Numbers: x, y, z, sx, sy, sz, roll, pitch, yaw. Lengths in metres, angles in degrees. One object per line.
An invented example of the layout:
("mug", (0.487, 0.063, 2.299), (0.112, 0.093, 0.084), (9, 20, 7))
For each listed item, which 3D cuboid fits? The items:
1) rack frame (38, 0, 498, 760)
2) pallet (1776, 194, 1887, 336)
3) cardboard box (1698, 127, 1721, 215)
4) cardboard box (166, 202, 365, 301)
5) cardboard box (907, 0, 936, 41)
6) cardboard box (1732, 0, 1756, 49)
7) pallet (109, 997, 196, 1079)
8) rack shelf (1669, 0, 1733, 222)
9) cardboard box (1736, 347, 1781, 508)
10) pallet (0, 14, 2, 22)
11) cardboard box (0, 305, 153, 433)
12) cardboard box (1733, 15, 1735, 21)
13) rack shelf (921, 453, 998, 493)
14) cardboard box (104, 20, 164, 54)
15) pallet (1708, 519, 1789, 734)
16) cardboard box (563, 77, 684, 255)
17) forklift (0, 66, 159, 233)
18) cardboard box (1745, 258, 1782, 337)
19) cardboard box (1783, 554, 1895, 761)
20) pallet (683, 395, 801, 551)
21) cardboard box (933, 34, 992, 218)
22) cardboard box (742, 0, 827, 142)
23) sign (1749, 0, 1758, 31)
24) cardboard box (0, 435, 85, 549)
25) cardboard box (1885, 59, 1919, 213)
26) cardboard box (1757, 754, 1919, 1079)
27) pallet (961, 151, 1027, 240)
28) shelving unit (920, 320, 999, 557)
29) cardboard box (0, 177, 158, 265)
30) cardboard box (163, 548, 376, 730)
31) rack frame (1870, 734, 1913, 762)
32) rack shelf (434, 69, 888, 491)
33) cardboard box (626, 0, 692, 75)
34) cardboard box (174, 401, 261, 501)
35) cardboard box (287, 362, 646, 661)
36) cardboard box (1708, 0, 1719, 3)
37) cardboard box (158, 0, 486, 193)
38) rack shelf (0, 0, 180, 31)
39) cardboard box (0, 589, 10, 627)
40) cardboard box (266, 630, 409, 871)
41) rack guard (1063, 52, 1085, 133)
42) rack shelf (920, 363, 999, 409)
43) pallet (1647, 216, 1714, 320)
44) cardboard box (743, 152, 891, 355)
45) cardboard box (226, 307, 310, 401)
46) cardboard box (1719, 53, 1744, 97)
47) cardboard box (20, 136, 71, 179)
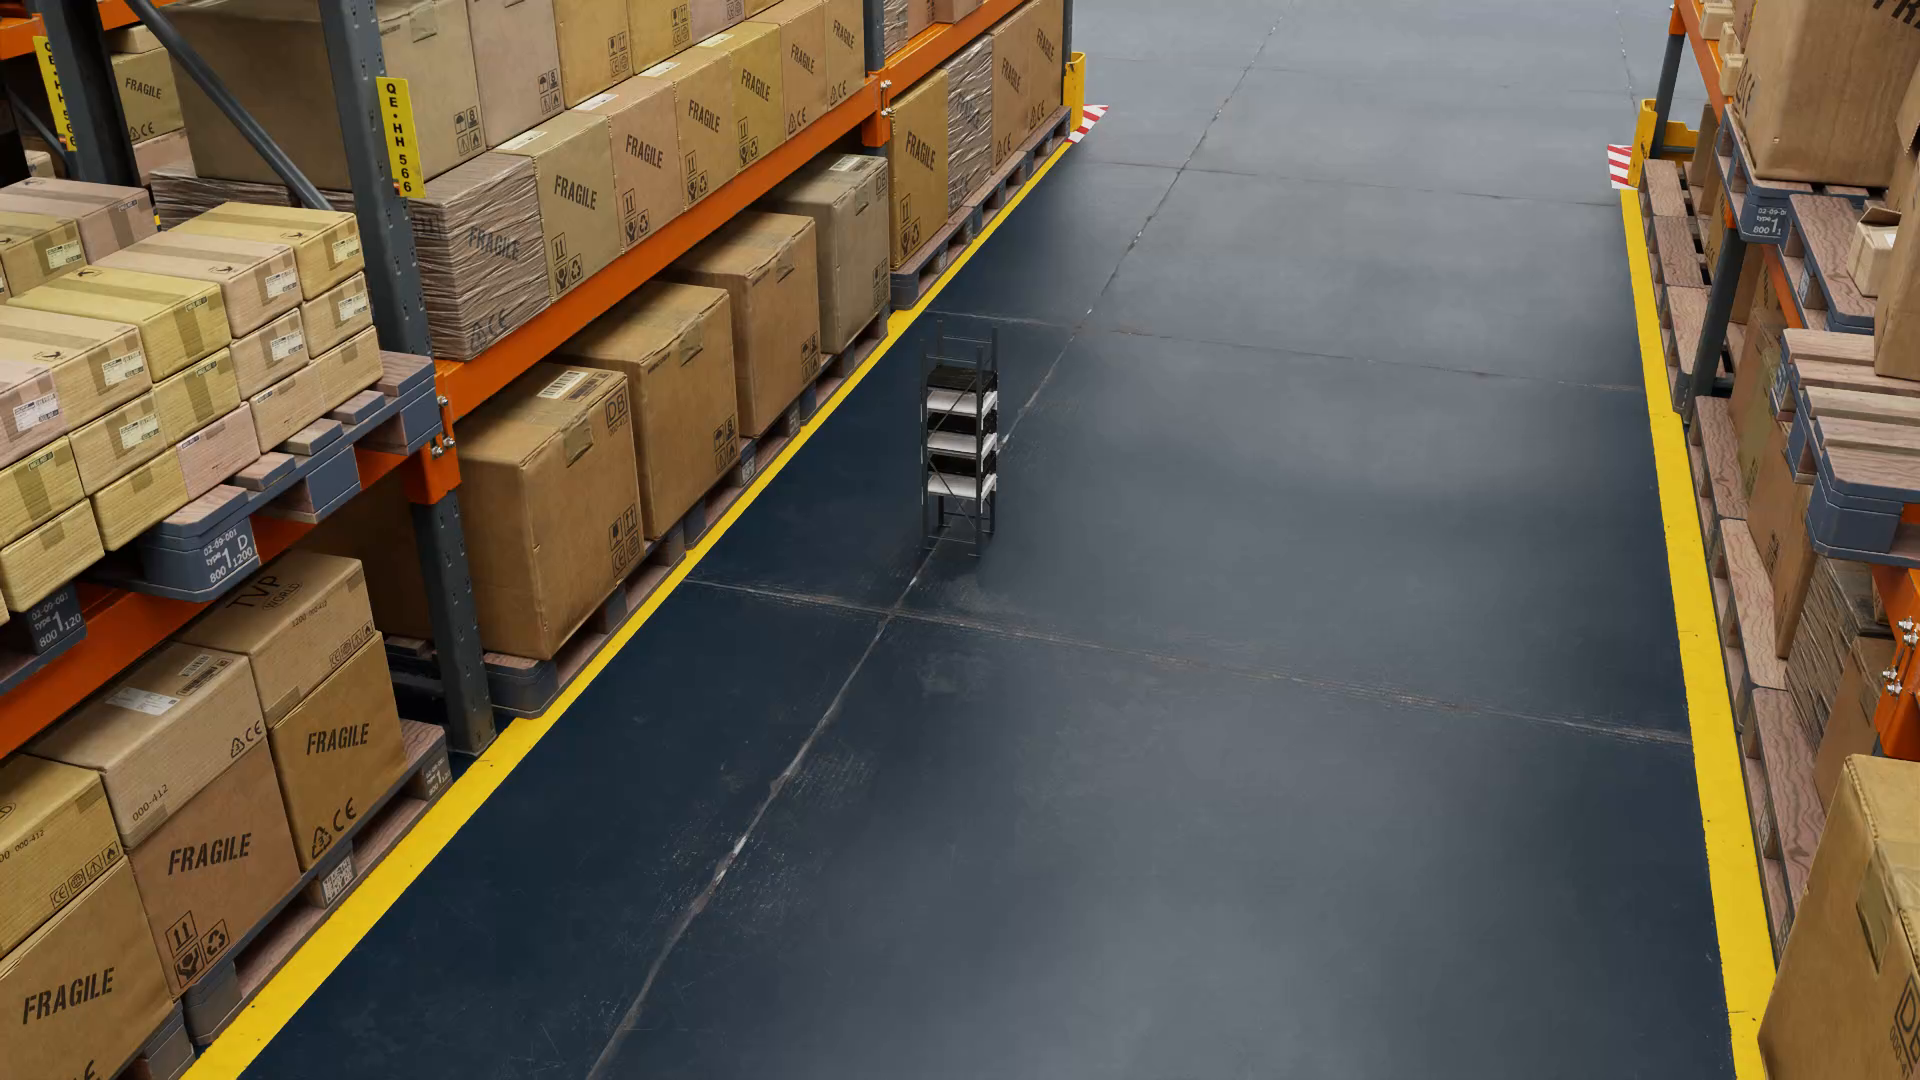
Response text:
("rack frame", (-2.041, -0.691, 4.906), (1.000, 3.000, 0.127), (8, 30, 15))
("pallet", (3.213, -0.778, 5.261), (1.003, 0.211, 1.213), (8, 30, 15))
("cardboard box", (4.677, -2.175, 9.713), (0.500, 0.500, 0.500), (17, 33, 28))
("cardboard box", (-1.747, -0.731, 4.194), (0.380, 0.149, 0.250), (7, 30, 13))
("cardboard box", (-0.630, -3.047, 8.988), (0.875, 0.550, 0.550), (8, 30, 15))
("cardboard box", (4.267, -2.643, 8.007), (0.875, 0.500, 0.500), (8, 30, 15))
("pallet", (-2.632, 1.456, 3.916), (1.003, 0.211, 1.213), (8, 30, 15))
("rack shelf", (4.432, -2.410, 8.737), (1.077, 0.370, 4.000), (8, 30, 15))
("cardboard box", (3.486, -0.394, 6.491), (0.700, 0.500, 0.500), (8, 30, 15))
("pallet", (-5.992, -2.791, 8.879), (1.003, 0.211, 1.213), (8, 30, 15))
("cardboard box", (-1.974, -0.369, 3.542), (0.380, 0.149, 0.250), (9, 30, 16))
("cardboard box", (4.228, -2.627, 8.646), (0.380, 0.149, 0.250), (8, 30, 15))
("rack shelf", (-0.002, -0.282, 6.584), (0.258, 0.077, 0.200), (8, 30, 15))
("cardboard box", (-5.103, -3.087, 10.172), (0.380, 0.149, 0.250), (9, 30, 16))
("pallet", (3.262, 0.354, 5.896), (1.003, 0.211, 1.213), (8, 30, 15))
("cardboard box", (-1.356, -1.376, 6.035), (0.500, 0.500, 0.500), (8, 30, 15))
("forklift", (-3.415, -1.110, 5.731), (1.130, 2.935, 3.031), (9, 30, 15))
("cardboard box", (4.001, -1.066, 7.721), (0.500, 0.500, 0.500), (8, 30, 13))
("cardboard box", (2.999, 0.390, 5.082), (0.700, 0.500, 0.500), (6, 30, 11))
("pallet", (-1.378, -0.393, 7.239), (1.003, 0.211, 1.213), (8, 30, 15))
("cardboard box", (-0.354, -2.507, 9.924), (0.875, 0.875, 0.875), (9, 30, 15))
("cardboard box", (-0.913, -2.078, 7.297), (0.500, 0.500, 0.500), (8, 30, 14))
("sign", (3.324, -2.247, 6.814), (0.100, 0.325, 0.005), (8, 30, 15))
("cardboard box", (-2.051, -0.122, 3.403), (0.380, 0.149, 0.250), (8, 30, 15))
("cardboard box", (3.424, -1.205, 5.292), (0.797, 0.503, 0.637), (12, 31, 20))
("cardboard box", (2.448, 1.127, 3.393), (1.225, 0.875, 0.875), (7, 30, 13))
("pallet", (-0.213, -2.242, 10.564), (1.003, 0.211, 1.213), (8, 30, 15))
("shelving unit", (-0.002, -0.389, 6.524), (0.258, 0.900, 0.210), (8, 30, 15))
("cardboard box", (-2.363, -0.835, 4.381), (0.380, 0.149, 0.250), (9, 30, 15))
("cardboard box", (-1.991, 0.245, 4.591), (0.500, 0.250, 0.500), (8, 30, 14))
("rack frame", (2.671, 0.064, 3.550), (1.000, 3.000, 0.127), (8, 30, 15))
("rack shelf", (-1.454, -1.306, 6.752), (1.077, 0.370, 4.000), (8, 30, 15))
("cardboard box", (-1.454, -2.090, 6.291), (0.700, 0.500, 0.500), (8, 30, 14))
("cardboard box", (-1.896, -0.235, 3.913), (0.380, 0.149, 0.250), (9, 30, 16))
("cardboard box", (-1.776, -0.161, 5.837), (1.050, 0.750, 0.750), (8, 30, 14))
("cardboard box", (4.394, -2.984, 9.287), (0.380, 0.149, 0.250), (8, 30, 15))
("cardboard box", (-1.900, -1.379, 5.012), (0.700, 0.500, 0.500), (8, 30, 15))
("rack shelf", (-5.042, -3.824, 11.279), (1.077, 0.370, 4.000), (8, 30, 15))
("cardboard box", (-2.128, 0.126, 3.265), (0.380, 0.149, 0.250), (9, 30, 16))
("cardboard box", (-1.984, 0.561, 4.795), (0.500, 0.500, 0.500), (8, 30, 15))
("rack guard", (0.314, -3.327, 12.217), (1.175, 0.500, 0.348), (8, 30, 15))
("rack shelf", (-0.002, -0.596, 6.409), (0.258, 0.077, 0.200), (8, 30, 15))
("pallet", (4.365, -1.462, 9.162), (1.003, 0.211, 1.213), (8, 30, 15))
("cardboard box", (-0.963, -1.449, 8.151), (1.050, 0.750, 0.750), (8, 30, 15))
("cardboard box", (-1.827, -0.476, 4.040), (0.380, 0.149, 0.250), (10, 31, 17))
("cardboard box", (3.807, -2.182, 7.845), (0.380, 0.149, 0.250), (8, 30, 15))
("cardboard box", (-5.712, -2.504, 10.562), (0.500, 0.250, 0.500), (10, 31, 17))
